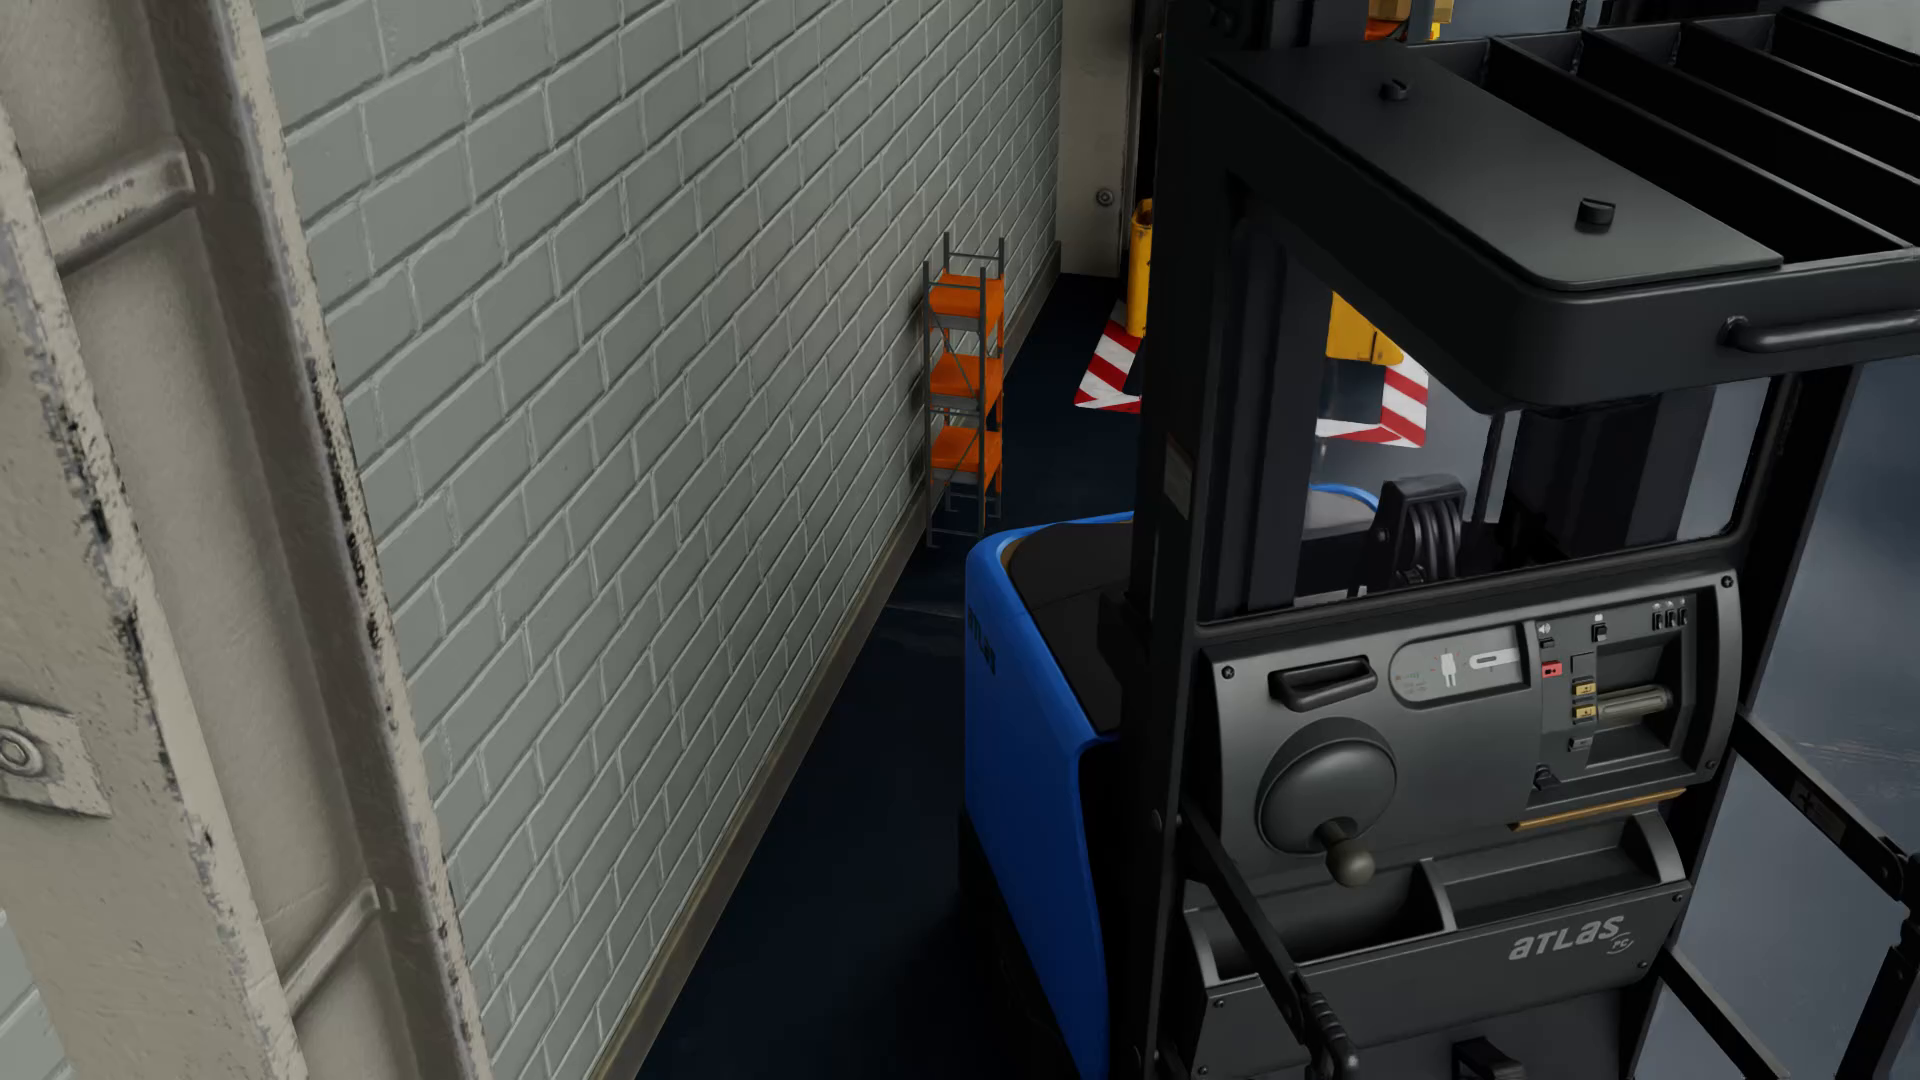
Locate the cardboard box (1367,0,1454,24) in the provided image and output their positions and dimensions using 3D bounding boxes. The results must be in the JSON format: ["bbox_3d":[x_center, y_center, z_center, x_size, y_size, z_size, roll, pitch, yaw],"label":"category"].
[{"bbox_3d":[1.718,-2.268,6.643,0.500,0.250,0.500,7,33,11],"label":"cardboard box"}]

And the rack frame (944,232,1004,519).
[{"bbox_3d":[0.045,-0.534,5.612,0.200,1.050,0.008,8,33,12],"label":"rack frame"}]

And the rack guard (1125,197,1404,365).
[{"bbox_3d":[1.306,-1.098,7.011,1.175,0.500,0.348,8,33,12],"label":"rack guard"}]

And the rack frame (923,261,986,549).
[{"bbox_3d":[-0.017,-0.408,5.412,0.200,1.050,0.008,8,33,12],"label":"rack frame"}]

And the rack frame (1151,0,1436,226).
[{"bbox_3d":[1.287,-2.113,6.278,1.000,3.000,0.127,8,33,12],"label":"rack frame"}]

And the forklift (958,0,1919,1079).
[{"bbox_3d":[0.895,0.345,2.476,1.130,2.935,3.031,-9,33,-14],"label":"forklift"}]

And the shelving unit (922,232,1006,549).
[{"bbox_3d":[0.014,-0.471,5.512,0.215,1.050,0.252,8,33,12],"label":"shelving unit"}]

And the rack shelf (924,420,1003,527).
[{"bbox_3d":[0.014,-0.227,5.667,0.215,0.259,0.240,8,33,12],"label":"rack shelf"}]

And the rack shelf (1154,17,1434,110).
[{"bbox_3d":[1.794,-2.847,8.104,1.077,0.370,4.000,8,33,12],"label":"rack shelf"}]

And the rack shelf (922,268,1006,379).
[{"bbox_3d":[0.014,-0.701,5.365,0.215,0.259,0.240,8,33,12],"label":"rack shelf"}]

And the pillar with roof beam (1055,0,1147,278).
[{"bbox_3d":[4.792,-4.540,4.503,9.100,9.000,0.400,8,33,12],"label":"pillar with roof beam"}]

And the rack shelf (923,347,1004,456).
[{"bbox_3d":[0.014,-0.462,5.518,0.215,0.259,0.240,8,33,12],"label":"rack shelf"}]
